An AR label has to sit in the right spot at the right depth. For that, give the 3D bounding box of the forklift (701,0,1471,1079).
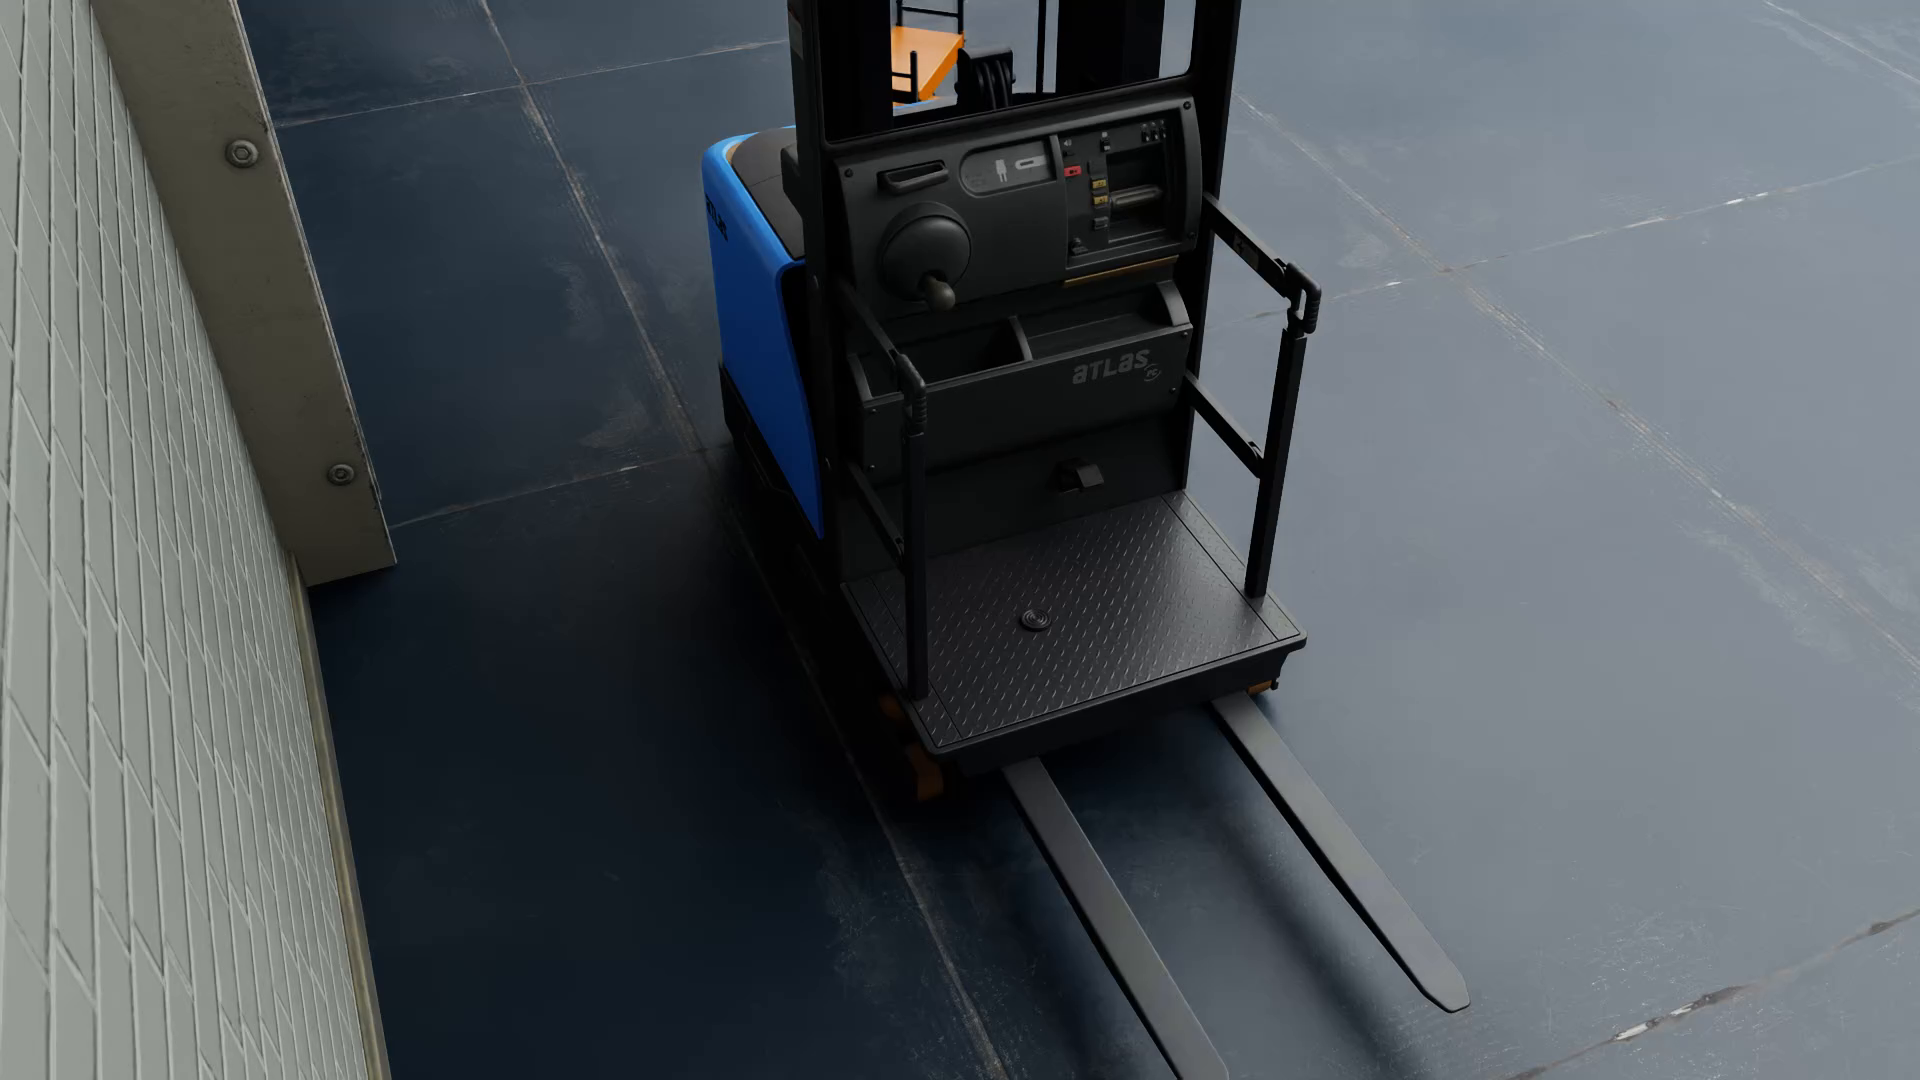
[{"bbox_3d":[0.245,-0.733,3.854,1.130,2.935,3.031,-15,43,-17],"label":"forklift"}]

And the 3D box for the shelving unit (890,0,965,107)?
[{"bbox_3d":[-0.177,-1.242,5.775,0.258,1.200,0.503,12,42,13],"label":"shelving unit"}]

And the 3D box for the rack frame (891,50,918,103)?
[{"bbox_3d":[-0.250,-1.091,5.598,0.240,1.200,0.015,12,42,13],"label":"rack frame"}]

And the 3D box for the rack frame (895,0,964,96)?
[{"bbox_3d":[-0.103,-1.394,5.951,0.240,1.200,0.015,12,42,13],"label":"rack frame"}]

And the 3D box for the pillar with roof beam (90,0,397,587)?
[{"bbox_3d":[2.011,-4.492,3.572,9.100,9.000,0.400,-15,43,-17],"label":"pillar with roof beam"}]

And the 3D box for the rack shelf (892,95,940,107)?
[{"bbox_3d":[-0.177,-1.361,5.673,0.258,0.148,0.480,12,42,13],"label":"rack shelf"}]

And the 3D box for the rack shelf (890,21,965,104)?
[{"bbox_3d":[-0.177,-1.540,5.518,0.258,0.148,0.480,12,42,13],"label":"rack shelf"}]
